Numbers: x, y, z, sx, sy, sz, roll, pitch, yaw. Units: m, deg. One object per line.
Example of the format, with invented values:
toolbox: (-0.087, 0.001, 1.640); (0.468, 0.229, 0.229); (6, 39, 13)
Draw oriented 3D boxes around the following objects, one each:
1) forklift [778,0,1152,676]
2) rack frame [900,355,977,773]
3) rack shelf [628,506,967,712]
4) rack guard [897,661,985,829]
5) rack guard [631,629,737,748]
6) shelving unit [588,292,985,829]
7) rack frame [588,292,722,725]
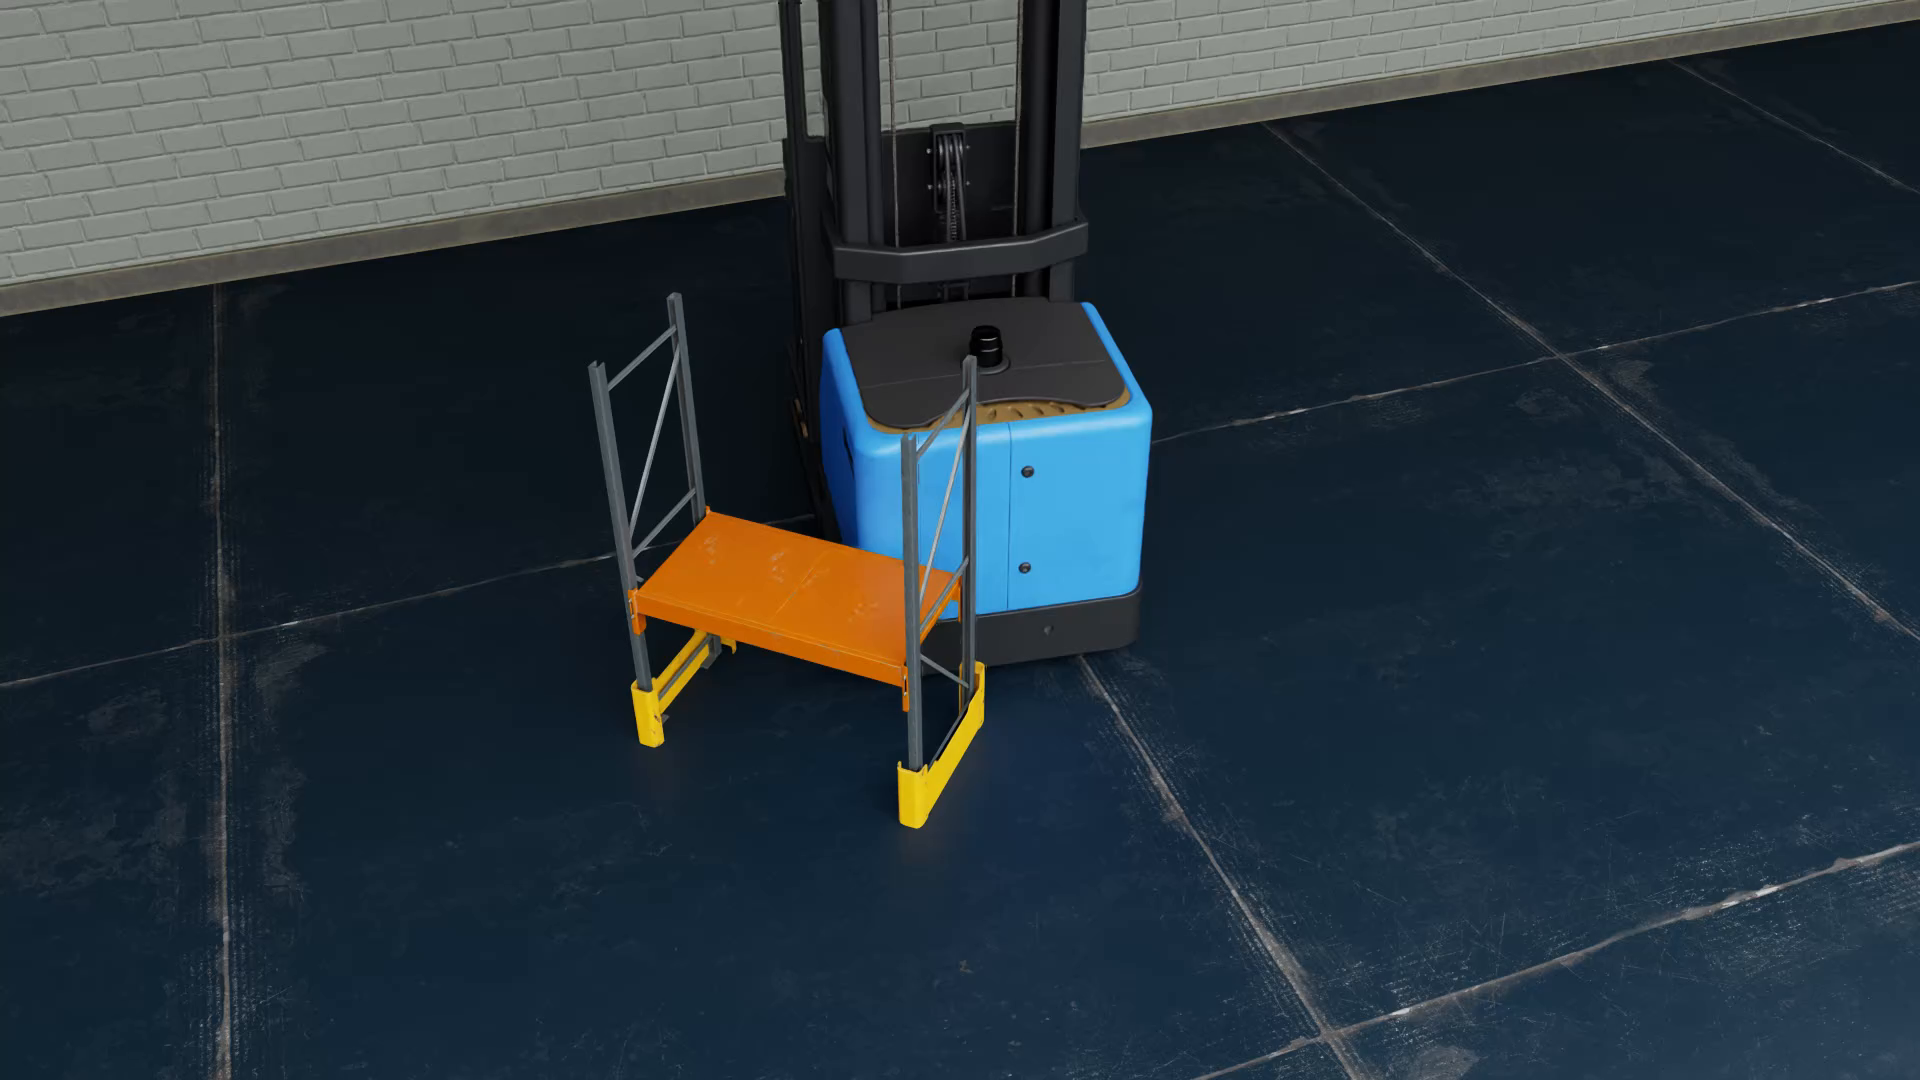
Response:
forklift: (-0.143, -1.554, 6.377); (1.130, 2.935, 3.031); (-7, 38, -10)
rack frame: (-0.057, 0.184, 5.259); (0.032, 1.500, 0.500); (14, 39, 18)
rack shelf: (-0.527, 0.211, 5.522); (1.000, 0.185, 0.538); (14, 39, 18)
rack guard: (-0.058, 0.683, 5.635); (0.087, 0.250, 0.587); (14, 39, 18)
rack guard: (-0.978, 0.454, 5.940); (0.087, 0.250, 0.587); (14, 39, 18)
shelving unit: (-0.518, 0.069, 5.411); (1.083, 1.500, 0.587); (14, 39, 18)
rack frame: (-0.996, -0.050, 5.570); (0.032, 1.500, 0.500); (14, 39, 18)
